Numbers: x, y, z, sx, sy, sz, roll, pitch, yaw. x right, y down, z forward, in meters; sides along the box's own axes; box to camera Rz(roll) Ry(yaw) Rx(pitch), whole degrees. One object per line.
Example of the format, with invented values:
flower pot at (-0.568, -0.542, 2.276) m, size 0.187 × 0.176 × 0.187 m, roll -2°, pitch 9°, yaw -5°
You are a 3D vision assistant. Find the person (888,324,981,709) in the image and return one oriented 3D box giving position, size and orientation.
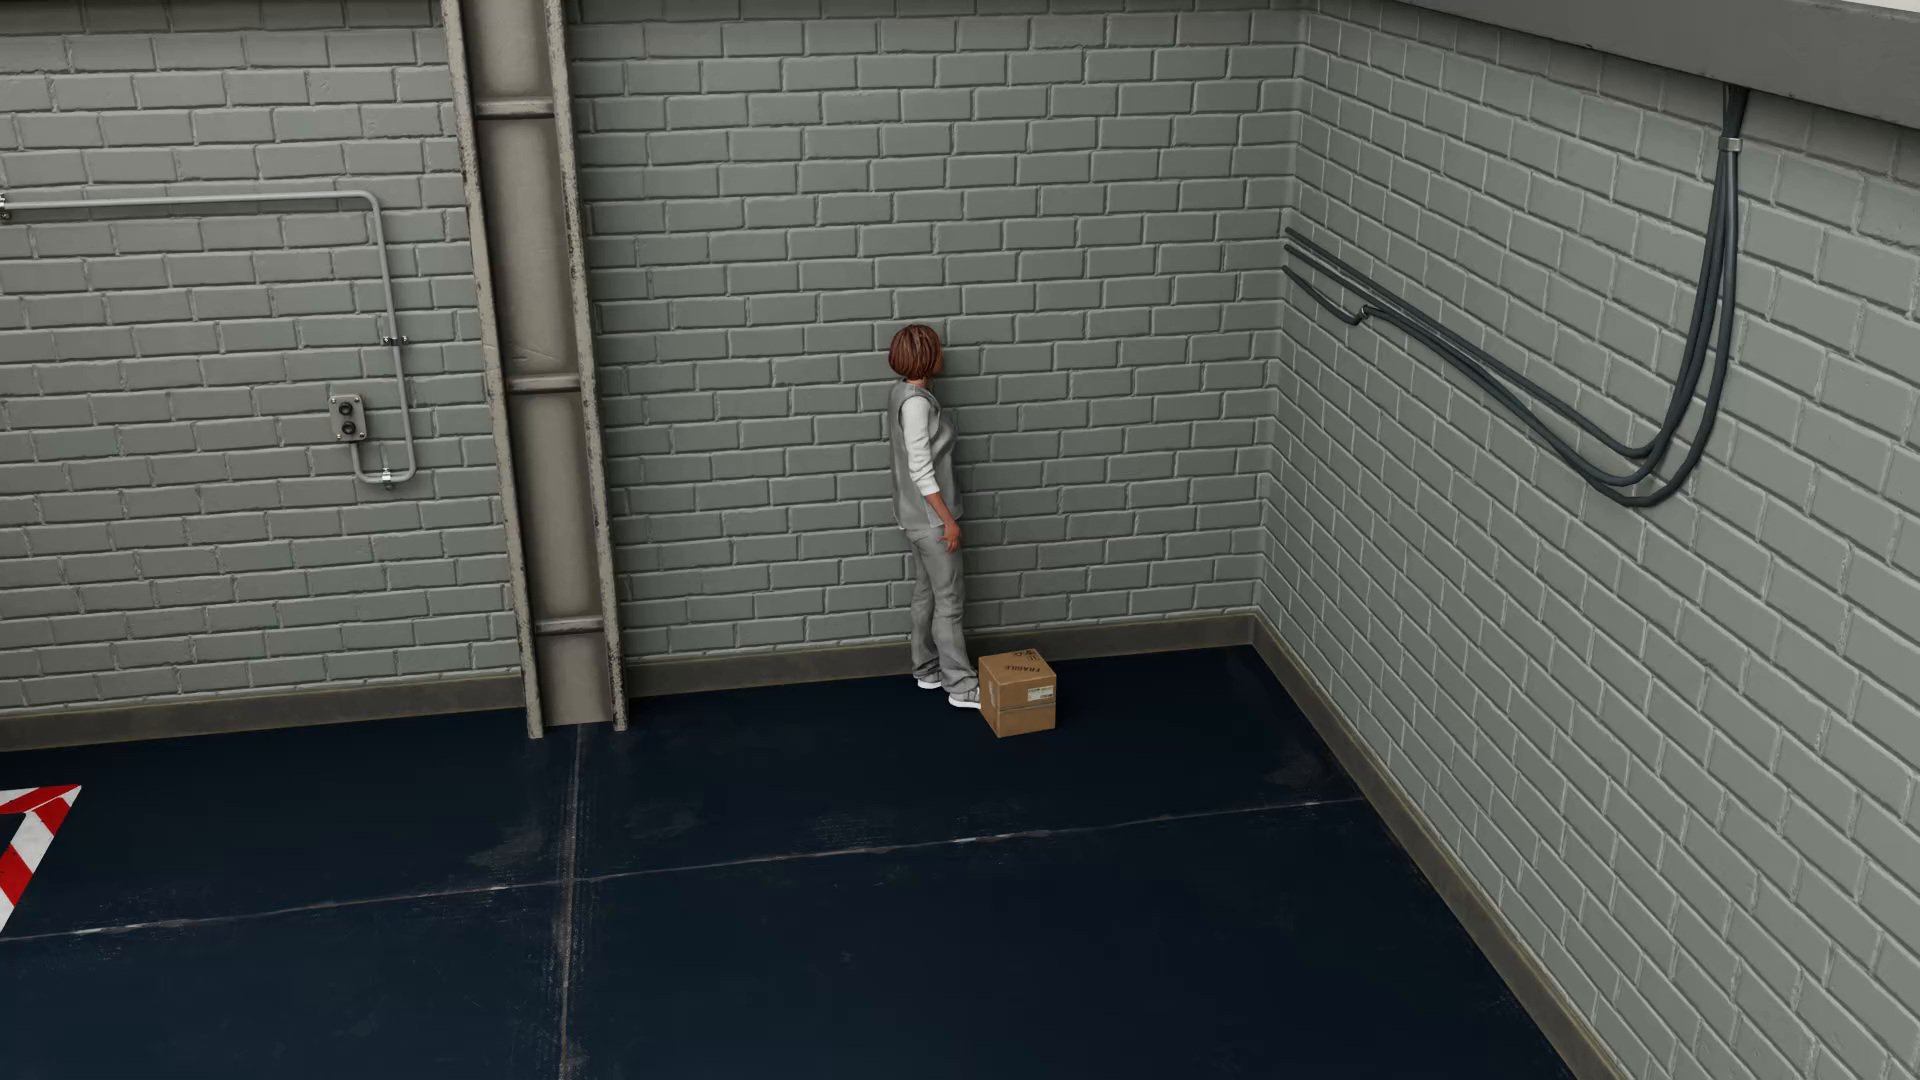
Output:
person at (-0.049, -0.103, 6.823) m, size 0.472 × 1.600 × 0.521 m, roll -4°, pitch 24°, yaw -10°
